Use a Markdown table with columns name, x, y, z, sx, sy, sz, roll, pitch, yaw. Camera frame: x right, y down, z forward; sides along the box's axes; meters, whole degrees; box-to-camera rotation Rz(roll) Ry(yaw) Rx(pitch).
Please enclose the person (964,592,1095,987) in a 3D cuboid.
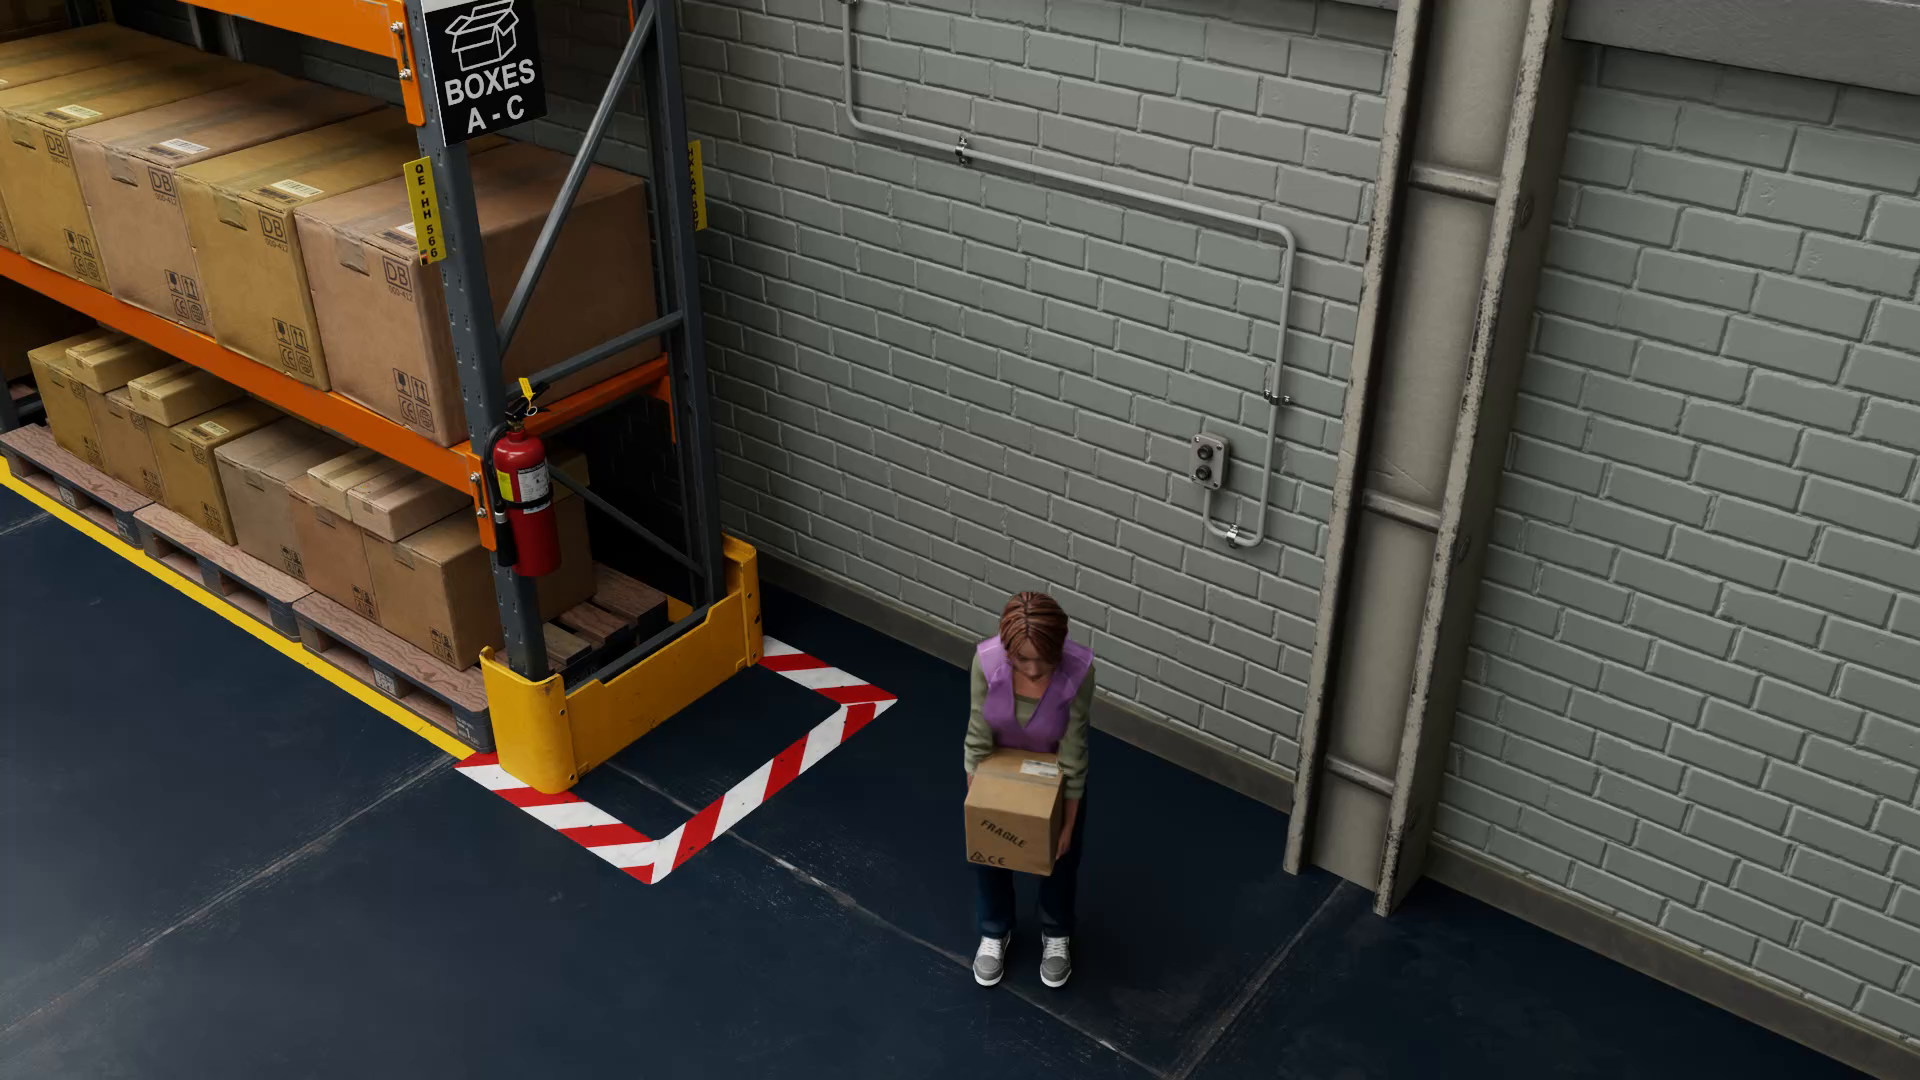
| name | x | y | z | sx | sy | sz | roll | pitch | yaw |
| --- | --- | --- | --- | --- | --- | --- | --- | --- | --- |
| person | 0.202 | 0.737 | 5.003 | 0.378 | 1.529 | 0.522 | 4 | 32 | 7 |
